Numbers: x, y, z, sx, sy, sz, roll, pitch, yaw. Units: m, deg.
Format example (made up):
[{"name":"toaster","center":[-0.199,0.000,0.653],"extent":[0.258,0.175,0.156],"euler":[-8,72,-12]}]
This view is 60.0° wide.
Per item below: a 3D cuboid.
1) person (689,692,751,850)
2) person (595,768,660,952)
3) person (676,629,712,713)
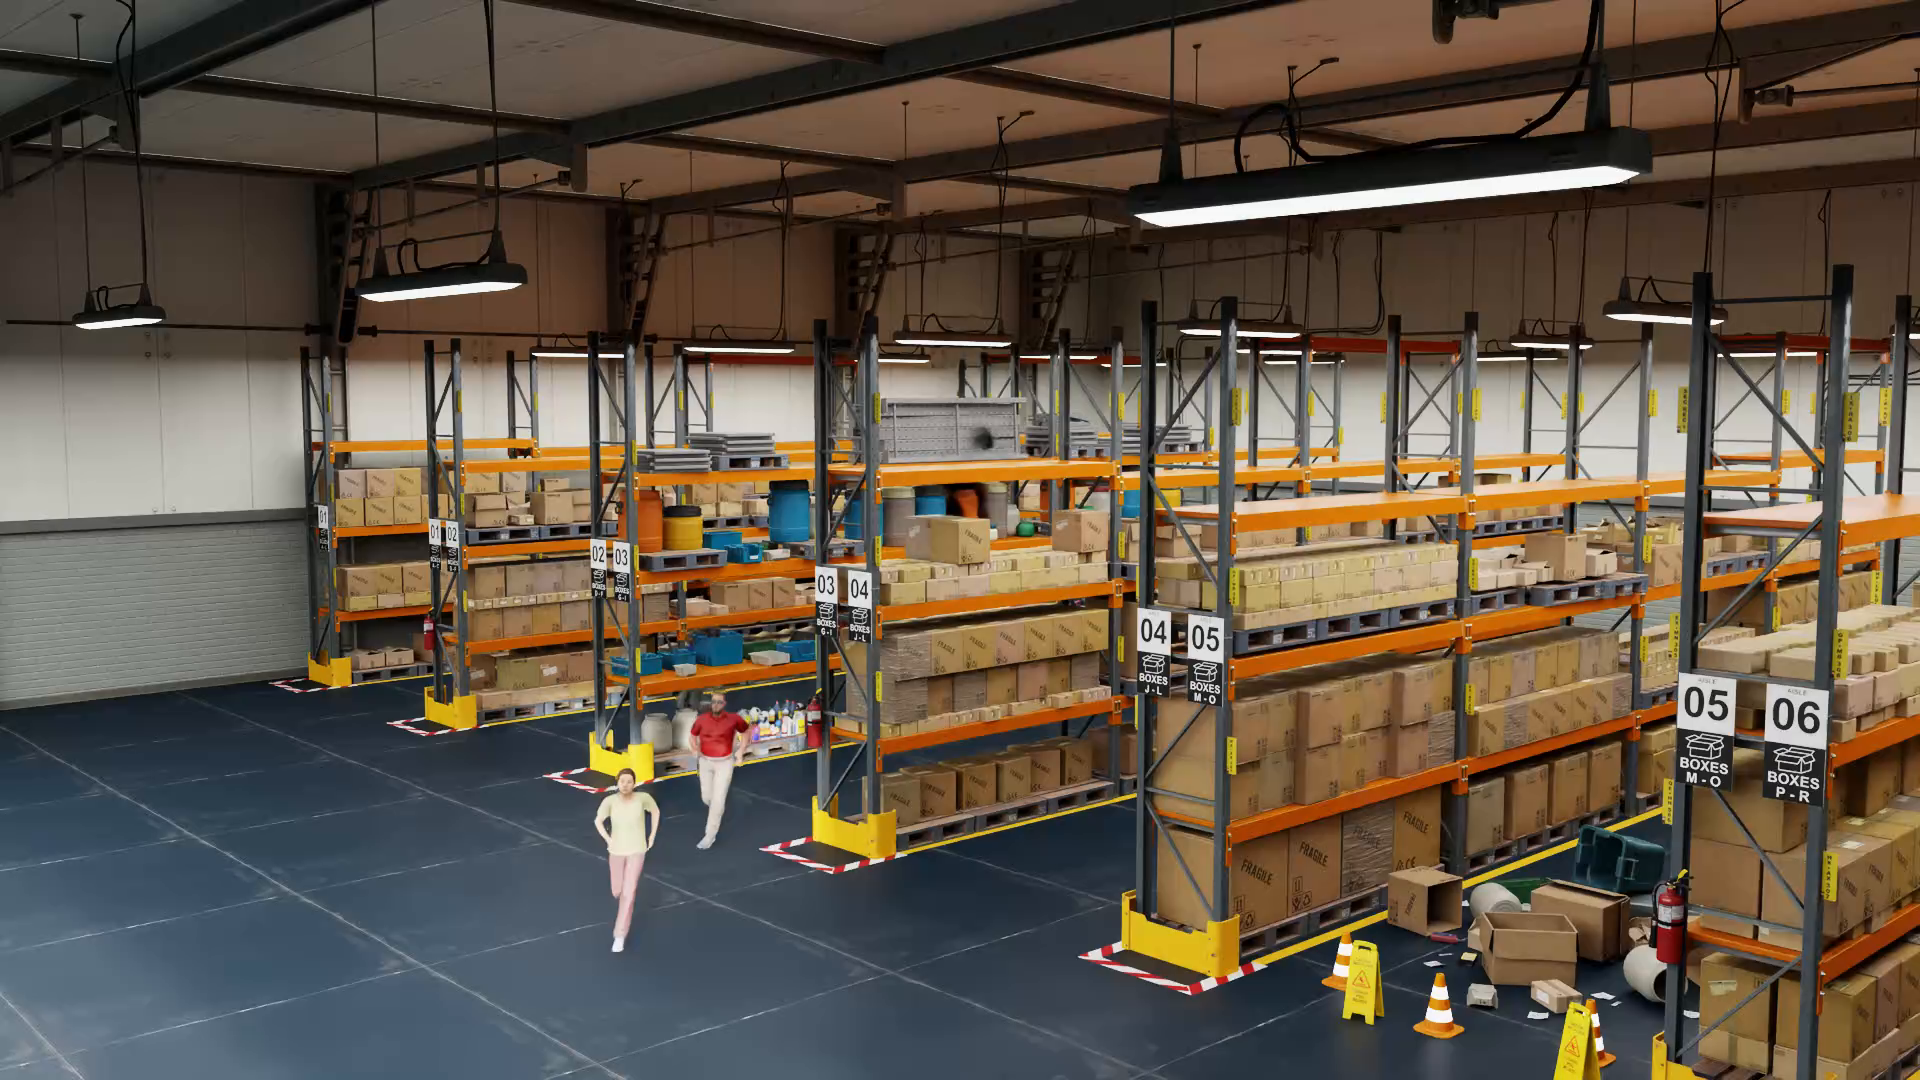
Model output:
[{"name":"person","center":[-2.807,2.616,19.241],"extent":[0.696,1.729,0.994],"euler":[1,5,10]},{"name":"person","center":[-3.155,2.962,15.788],"extent":[0.602,1.660,0.915],"euler":[-1,5,-6]},{"name":"person","center":[-3.998,2.158,25.299],"extent":[0.709,1.616,0.589],"euler":[-5,7,-42]}]
